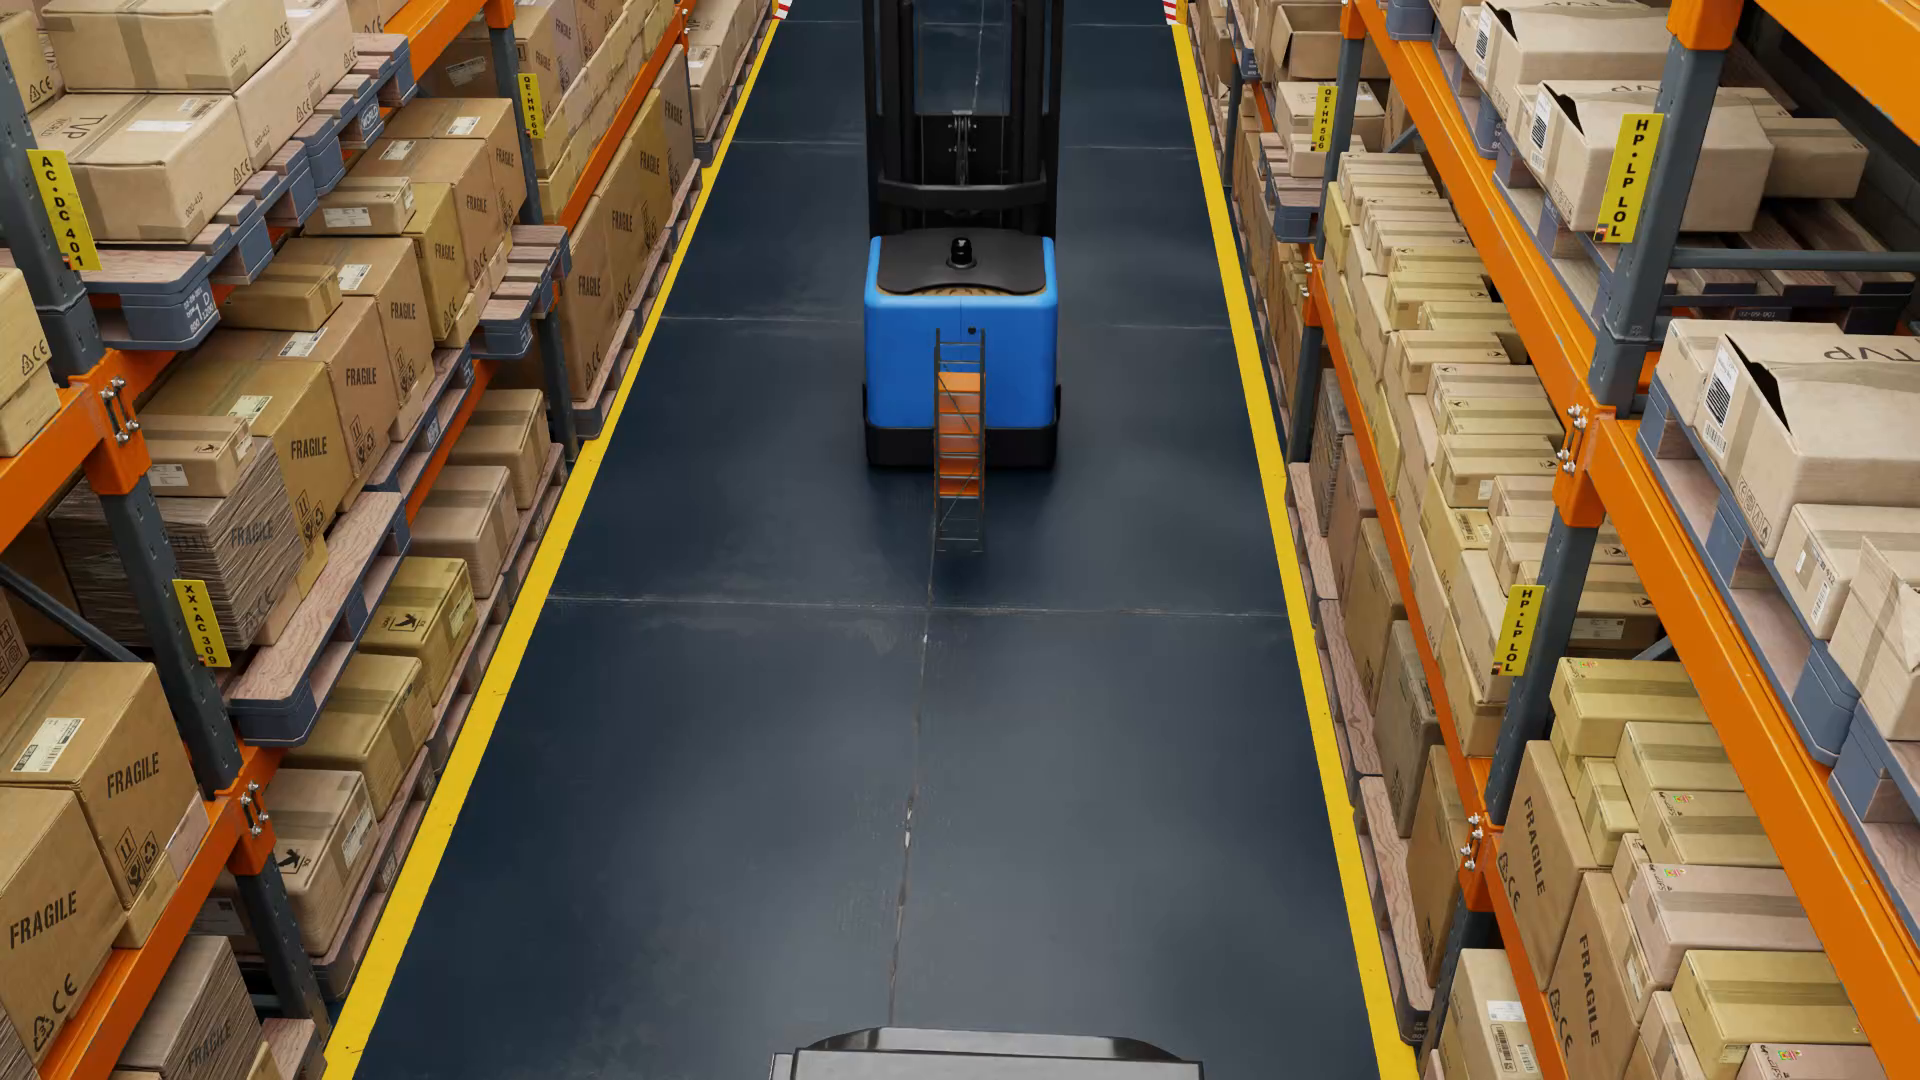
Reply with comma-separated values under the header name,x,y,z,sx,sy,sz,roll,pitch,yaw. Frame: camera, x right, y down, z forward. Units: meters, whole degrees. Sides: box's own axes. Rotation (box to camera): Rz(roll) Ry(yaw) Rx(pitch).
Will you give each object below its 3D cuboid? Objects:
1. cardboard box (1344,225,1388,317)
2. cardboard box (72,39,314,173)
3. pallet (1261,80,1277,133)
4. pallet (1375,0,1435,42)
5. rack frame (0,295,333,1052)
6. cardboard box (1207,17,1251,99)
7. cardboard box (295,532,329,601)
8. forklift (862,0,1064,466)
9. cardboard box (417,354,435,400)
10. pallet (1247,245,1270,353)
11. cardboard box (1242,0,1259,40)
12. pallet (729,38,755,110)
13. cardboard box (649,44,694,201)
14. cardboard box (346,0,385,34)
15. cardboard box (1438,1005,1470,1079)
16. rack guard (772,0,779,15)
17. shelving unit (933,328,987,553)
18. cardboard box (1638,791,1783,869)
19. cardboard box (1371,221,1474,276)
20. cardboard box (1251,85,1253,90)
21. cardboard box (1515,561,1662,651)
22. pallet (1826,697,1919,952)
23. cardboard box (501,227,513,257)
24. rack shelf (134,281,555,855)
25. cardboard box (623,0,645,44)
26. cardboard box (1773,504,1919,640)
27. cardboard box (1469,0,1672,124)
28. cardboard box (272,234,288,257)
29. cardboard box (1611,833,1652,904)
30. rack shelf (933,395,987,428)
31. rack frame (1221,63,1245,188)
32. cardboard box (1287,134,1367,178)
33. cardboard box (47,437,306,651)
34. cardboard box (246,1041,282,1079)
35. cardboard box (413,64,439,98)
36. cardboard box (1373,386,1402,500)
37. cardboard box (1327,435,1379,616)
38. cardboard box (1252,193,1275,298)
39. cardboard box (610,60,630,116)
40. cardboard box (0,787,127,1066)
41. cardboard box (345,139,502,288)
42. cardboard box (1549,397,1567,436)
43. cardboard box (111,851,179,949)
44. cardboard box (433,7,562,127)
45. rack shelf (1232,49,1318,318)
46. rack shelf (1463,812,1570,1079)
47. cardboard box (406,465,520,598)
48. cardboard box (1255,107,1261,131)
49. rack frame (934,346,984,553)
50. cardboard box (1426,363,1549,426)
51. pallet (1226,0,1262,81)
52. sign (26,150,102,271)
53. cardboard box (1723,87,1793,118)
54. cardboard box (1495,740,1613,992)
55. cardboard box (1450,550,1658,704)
name,x,y,z,sx,sy,sz,roll,pitch,yaw
cardboard box,2.024,-1.194,7.482,0.500,0.250,0.500,2,35,3
cardboard box,-2.370,-1.358,5.175,0.500,0.250,0.500,1,35,1
pallet,2.381,-2.627,9.991,1.003,0.211,1.213,1,35,2
pallet,2.369,-2.346,6.980,1.213,0.211,1.003,3,35,4
rack frame,-2.813,0.598,5.236,1.000,3.000,0.127,1,35,2
cardboard box,2.394,-3.897,13.441,0.700,0.500,0.500,0,35,0
cardboard box,-2.457,0.075,5.833,0.380,0.149,0.250,2,35,3
forklift,0.017,-2.420,9.590,1.130,2.935,3.031,0,35,0
cardboard box,-2.414,-0.684,6.913,0.380,0.149,0.250,0,35,0
pallet,2.427,-1.574,10.752,1.003,0.211,1.213,1,35,2
cardboard box,2.204,-3.528,10.655,0.700,0.500,0.500,2,35,2
pallet,-2.337,-3.995,14.197,1.003,0.211,1.213,1,35,2
cardboard box,-2.437,-2.943,11.757,0.875,0.875,0.875,2,35,3
cardboard box,-2.686,-2.093,6.366,0.797,0.503,0.637,1,35,2
cardboard box,1.819,1.730,5.217,0.500,0.250,0.500,1,35,2
rack guard,-2.330,-5.288,15.785,1.175,0.500,0.348,1,35,2
shelving unit,-0.001,-0.483,8.339,0.258,1.200,0.189,1,35,2
cardboard box,1.916,0.758,4.099,0.380,0.149,0.250,1,35,1
cardboard box,2.008,-1.266,7.237,0.380,0.149,0.250,2,35,2
cardboard box,2.248,-3.221,11.656,0.380,0.149,0.250,1,35,1
cardboard box,1.938,0.203,5.148,0.380,0.149,0.250,2,35,4
pallet,2.086,0.709,2.546,1.003,0.211,1.213,1,35,2
cardboard box,-2.369,-1.420,7.961,0.380,0.149,0.250,2,35,3
rack shelf,-2.733,-0.257,7.078,1.077,0.370,4.000,1,35,2
cardboard box,-2.294,-3.298,10.475,0.500,0.250,0.500,2,35,3
cardboard box,1.794,0.065,3.151,0.380,0.149,0.250,2,35,3
cardboard box,1.963,-1.556,5.317,0.500,0.311,0.500,0,35,0
cardboard box,-2.958,-0.890,6.642,0.500,0.500,0.500,0,35,0
cardboard box,1.879,0.880,4.183,0.380,0.149,0.250,1,35,2
rack shelf,-0.001,-0.643,8.226,0.258,0.103,0.180,1,35,2
rack frame,2.468,-3.886,11.616,1.000,3.000,0.127,1,35,2
cardboard box,1.950,-2.043,8.847,0.380,0.149,0.250,2,35,3
cardboard box,-2.508,0.001,5.375,0.500,0.500,0.500,2,35,3
cardboard box,-2.569,1.897,5.414,0.500,0.250,0.500,3,35,4
cardboard box,-2.893,-2.453,8.621,0.500,0.500,0.500,0,35,1
cardboard box,1.984,-0.394,6.778,0.500,0.250,0.500,2,35,3
cardboard box,2.250,-0.054,7.864,0.875,0.625,0.625,2,35,3
cardboard box,2.160,-1.872,10.559,0.500,0.500,0.500,0,35,0
cardboard box,-2.336,-2.795,10.194,0.500,0.250,0.500,1,35,2
cardboard box,-2.597,0.992,4.330,0.500,0.500,0.500,2,35,3
cardboard box,-2.403,-1.470,7.468,0.500,0.500,0.500,1,35,1
cardboard box,2.485,-0.302,6.212,0.500,0.250,0.500,1,35,1
cardboard box,-2.525,1.036,4.832,0.380,0.149,0.250,2,35,3
cardboard box,-2.389,-2.428,8.585,0.500,0.500,0.500,0,35,0
rack shelf,2.387,-2.443,10.188,1.077,0.370,4.000,1,35,2
rack shelf,2.066,2.154,3.648,1.077,0.370,4.000,1,35,2
cardboard box,-2.707,-0.049,8.076,0.950,0.372,0.625,1,35,1
cardboard box,2.254,-2.940,11.514,0.380,0.149,0.250,0,35,1
rack frame,-0.004,-0.430,8.264,0.240,1.200,0.006,1,35,2
cardboard box,1.960,-0.532,6.193,0.380,0.149,0.250,2,35,2
pallet,2.327,-3.351,11.022,1.003,0.211,1.213,1,35,2
sign,-2.271,-0.833,4.214,0.100,0.325,0.005,1,35,2
cardboard box,2.267,-1.257,5.033,0.380,0.149,0.250,1,35,2
cardboard box,1.868,0.918,4.693,0.500,0.500,0.500,0,35,1
cardboard box,1.911,0.279,5.386,0.500,0.250,0.500,1,35,1
